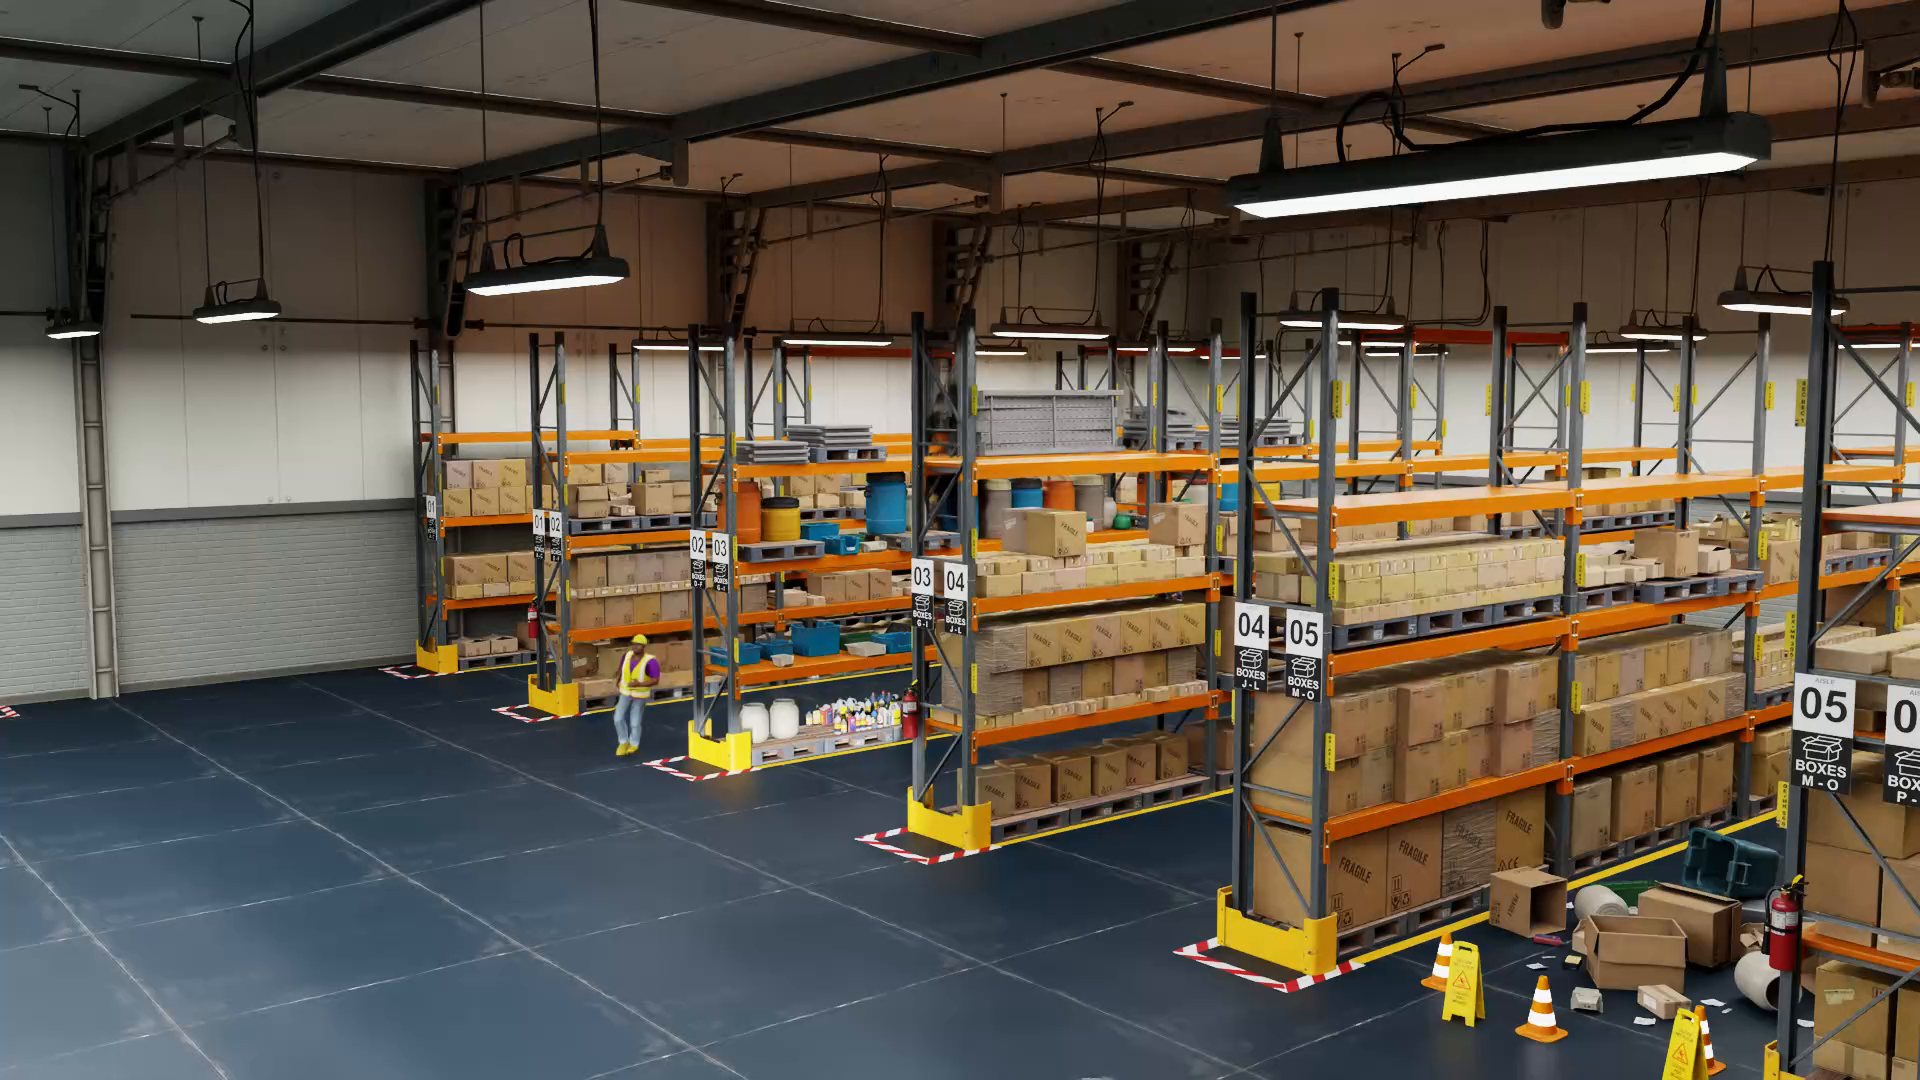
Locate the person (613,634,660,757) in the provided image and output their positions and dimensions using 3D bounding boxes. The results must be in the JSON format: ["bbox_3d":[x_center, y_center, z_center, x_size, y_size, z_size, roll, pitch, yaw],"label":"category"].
[{"bbox_3d":[-4.484,2.168,23.152,0.685,1.754,0.630,1,5,12],"label":"person"}]
